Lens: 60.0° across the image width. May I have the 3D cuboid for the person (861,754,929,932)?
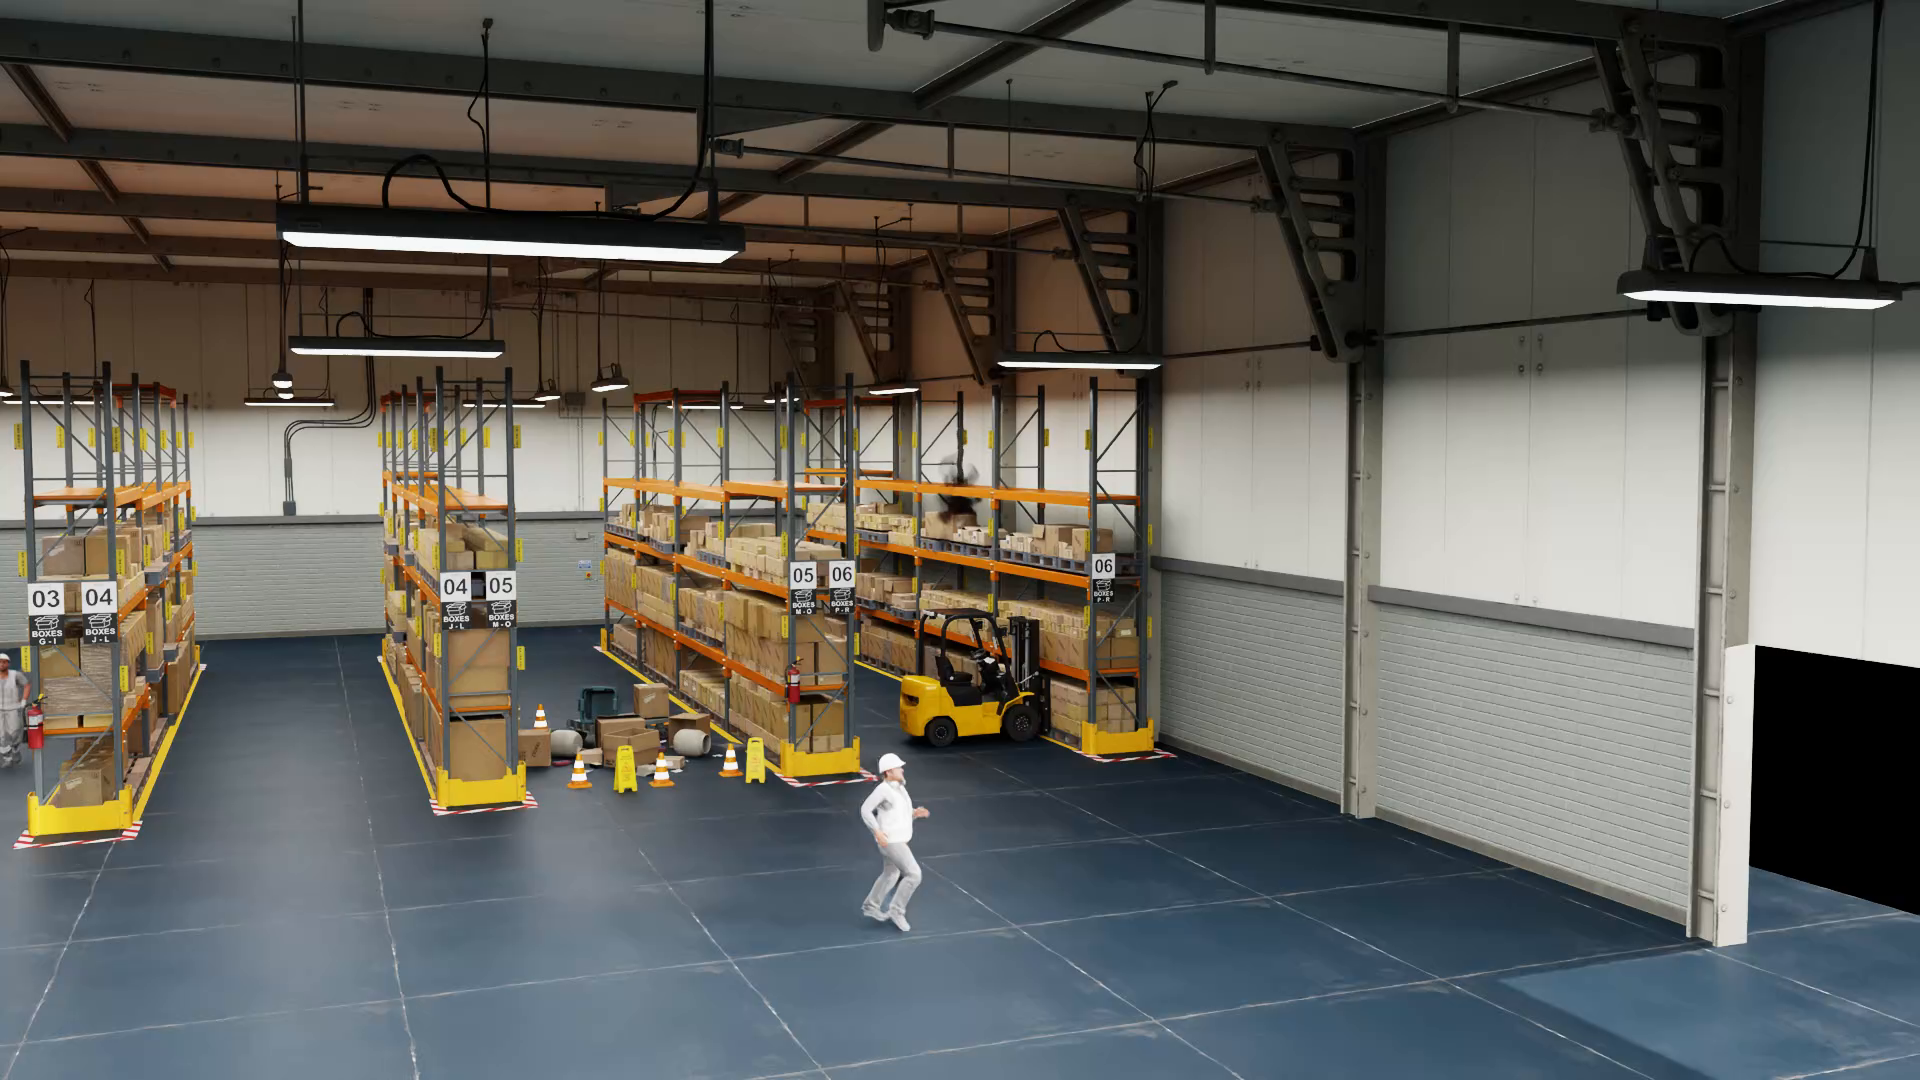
[{"bbox_3d":[-0.670,3.096,17.053,0.729,1.807,0.627,1,4,11],"label":"person"}]

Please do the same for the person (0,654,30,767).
[{"bbox_3d":[-14.560,2.600,25.319,0.661,1.746,0.564,-1,4,-21],"label":"person"}]
